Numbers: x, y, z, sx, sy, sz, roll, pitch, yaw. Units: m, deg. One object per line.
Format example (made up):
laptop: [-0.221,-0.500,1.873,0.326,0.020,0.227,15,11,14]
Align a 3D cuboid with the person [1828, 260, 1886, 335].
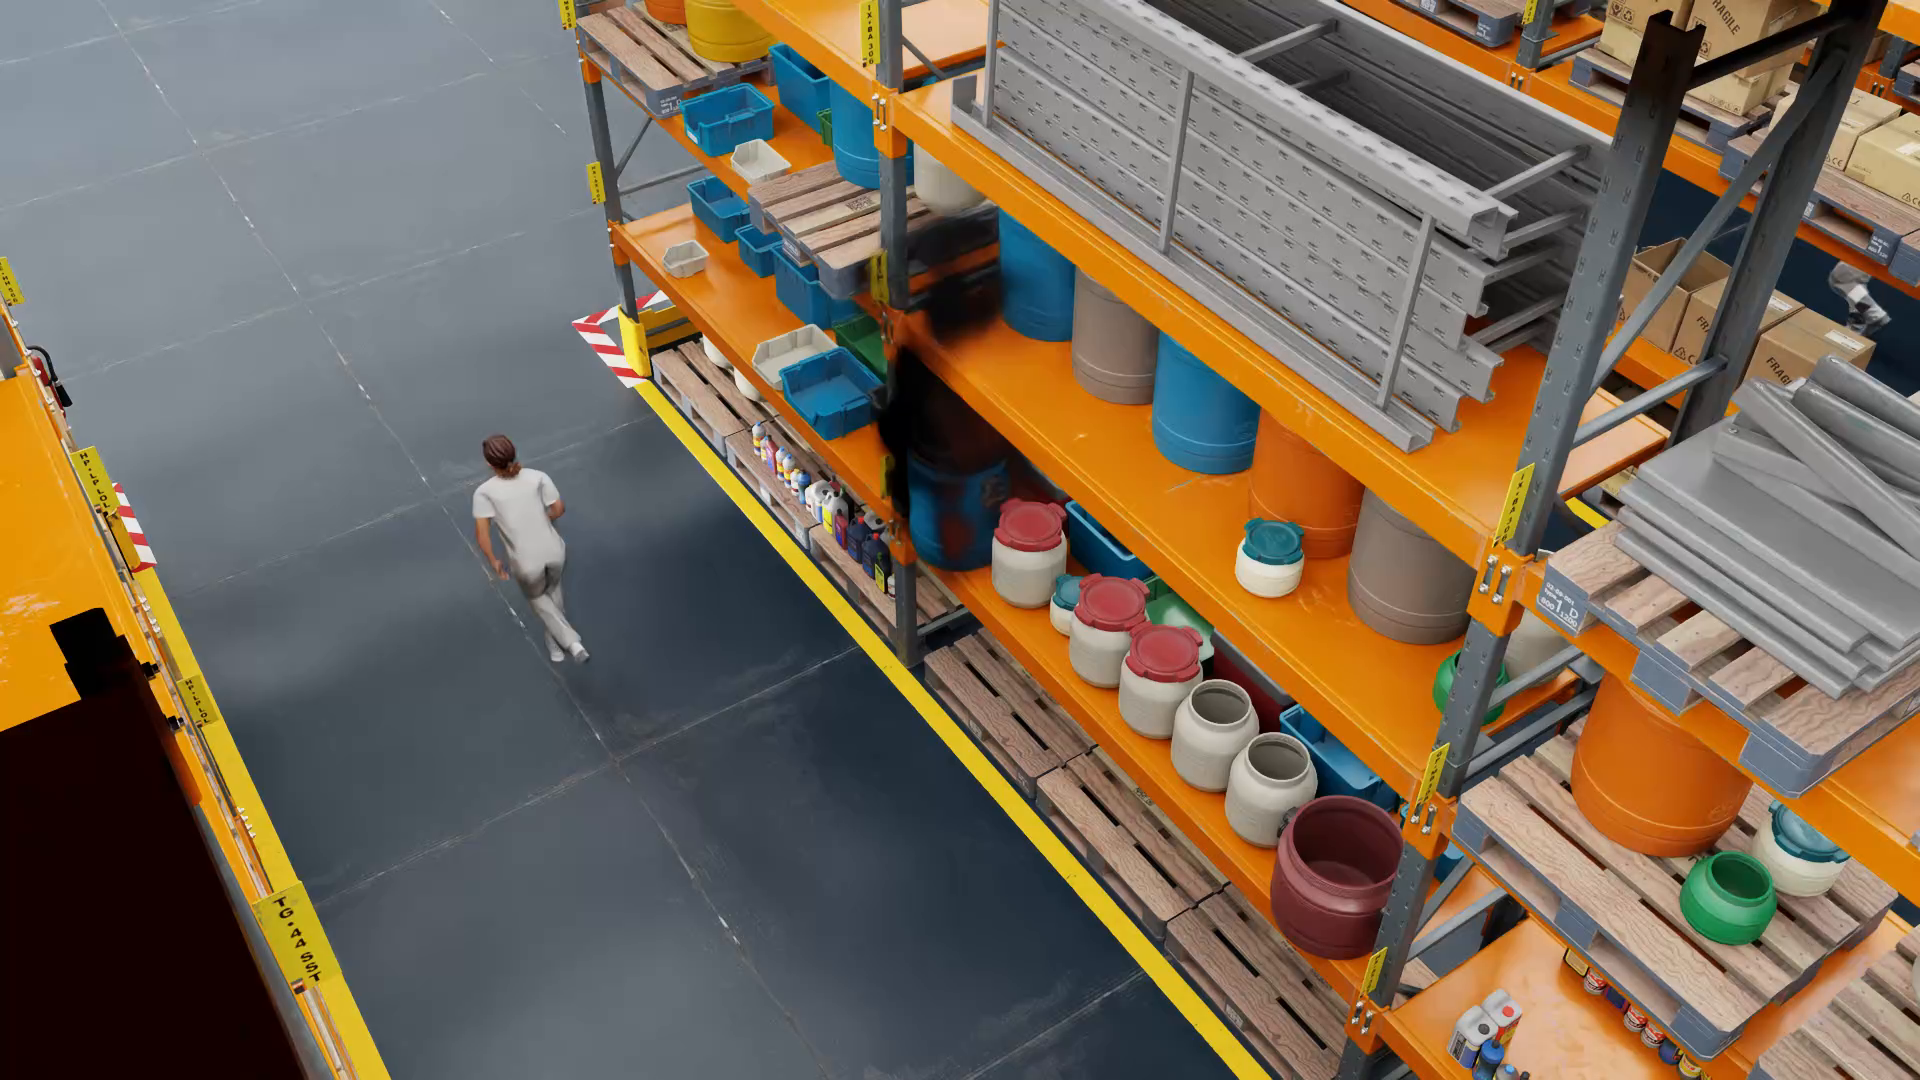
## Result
person: [7.207,-2.299,12.983,0.636,1.626,0.524,-30,50,-28]

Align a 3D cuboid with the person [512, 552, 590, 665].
person: [-2.530,0.323,10.221,0.340,1.064,0.651,-26,49,-26]
